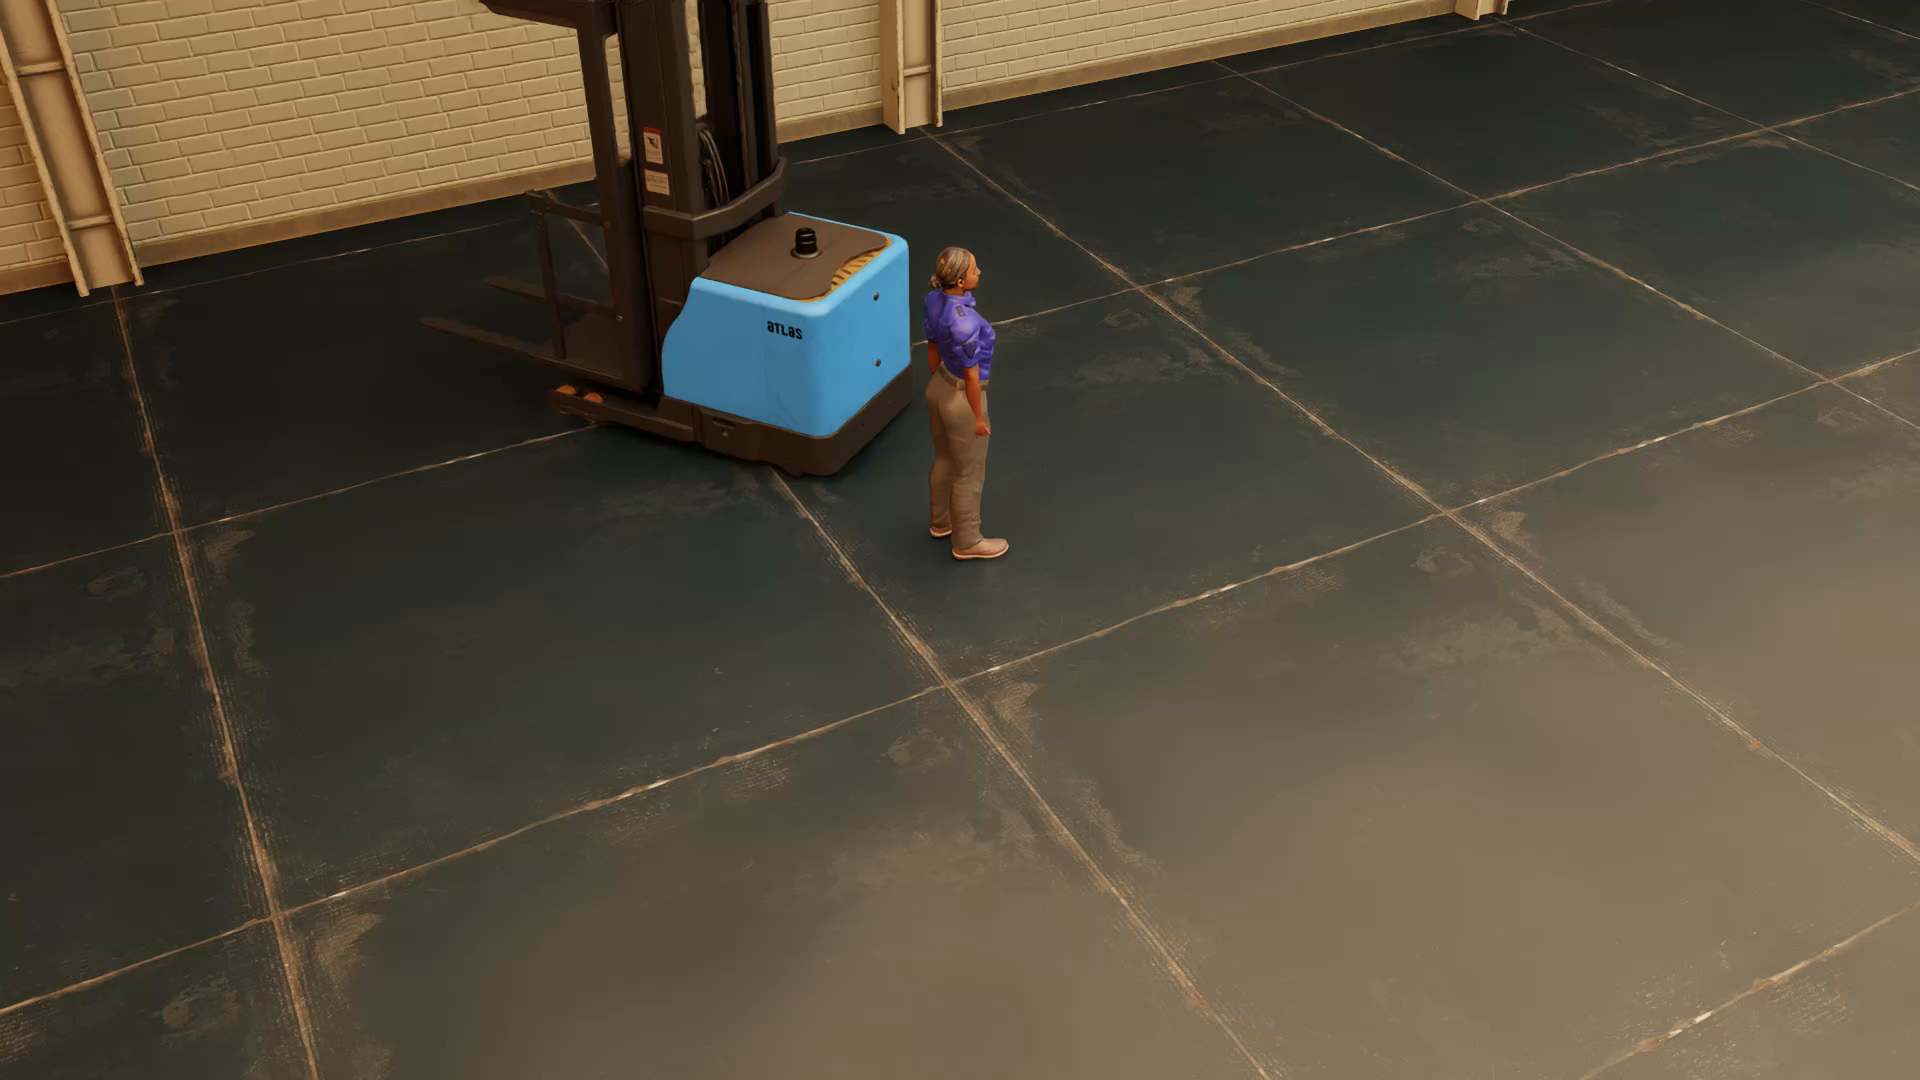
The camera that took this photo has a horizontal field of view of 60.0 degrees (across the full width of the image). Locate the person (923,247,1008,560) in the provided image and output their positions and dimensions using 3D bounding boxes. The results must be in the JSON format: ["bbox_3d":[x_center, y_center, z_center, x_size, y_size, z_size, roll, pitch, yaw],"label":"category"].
[{"bbox_3d":[0.016,-0.677,8.188,0.335,1.660,0.451,-17,39,-23],"label":"person"}]

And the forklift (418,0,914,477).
[{"bbox_3d":[-1.819,-2.131,9.138,3.031,2.935,1.130,16,38,22],"label":"forklift"}]
